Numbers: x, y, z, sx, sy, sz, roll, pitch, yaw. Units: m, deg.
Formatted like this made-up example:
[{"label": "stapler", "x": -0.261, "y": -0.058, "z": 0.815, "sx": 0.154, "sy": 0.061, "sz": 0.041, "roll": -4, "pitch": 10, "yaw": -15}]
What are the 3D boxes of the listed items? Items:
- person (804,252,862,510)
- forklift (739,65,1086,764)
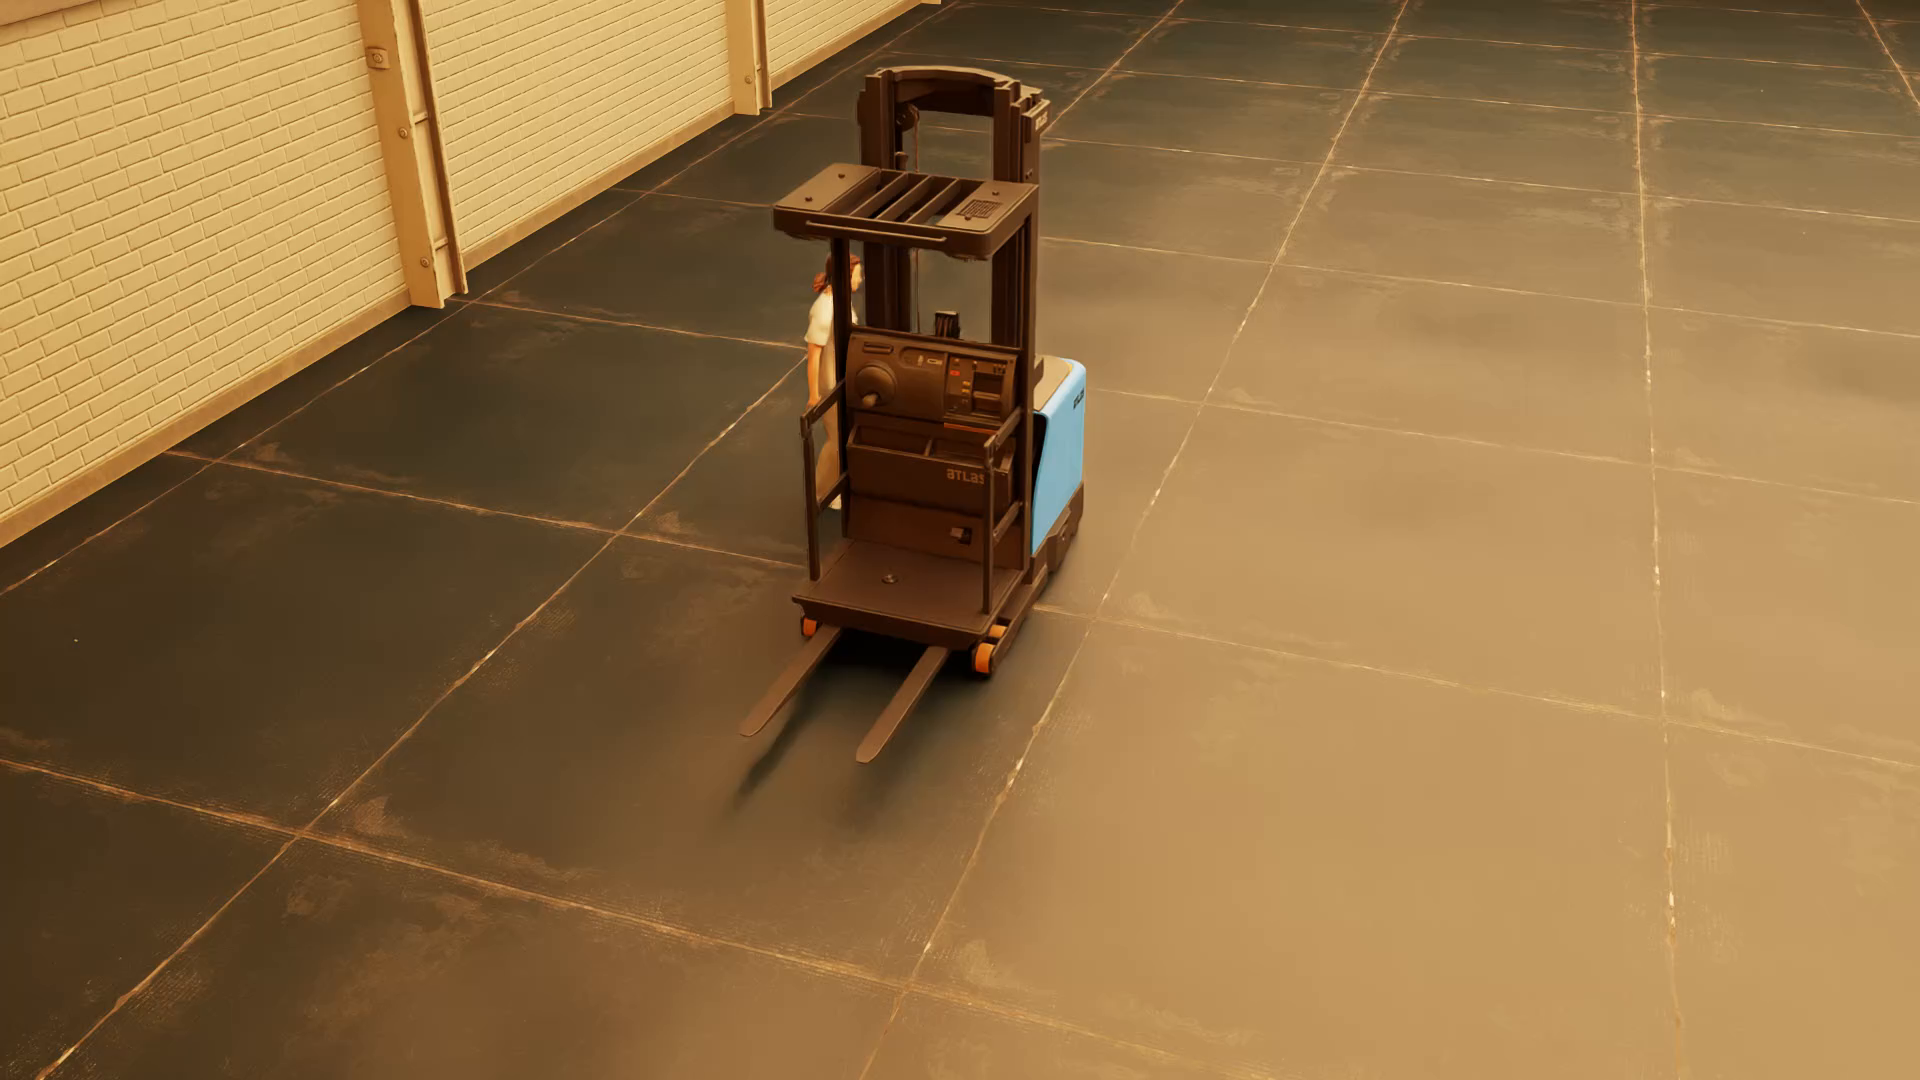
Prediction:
[{"label": "person", "x": -0.759, "y": -0.999, "z": 10.196, "sx": 0.369, "sy": 1.647, "sz": 0.768, "roll": 4, "pitch": 30, "yaw": 7}, {"label": "forklift", "x": -0.229, "y": -0.791, "z": 8.524, "sx": 1.130, "sy": 2.935, "sz": 3.031, "roll": 10, "pitch": 31, "yaw": 17}]
